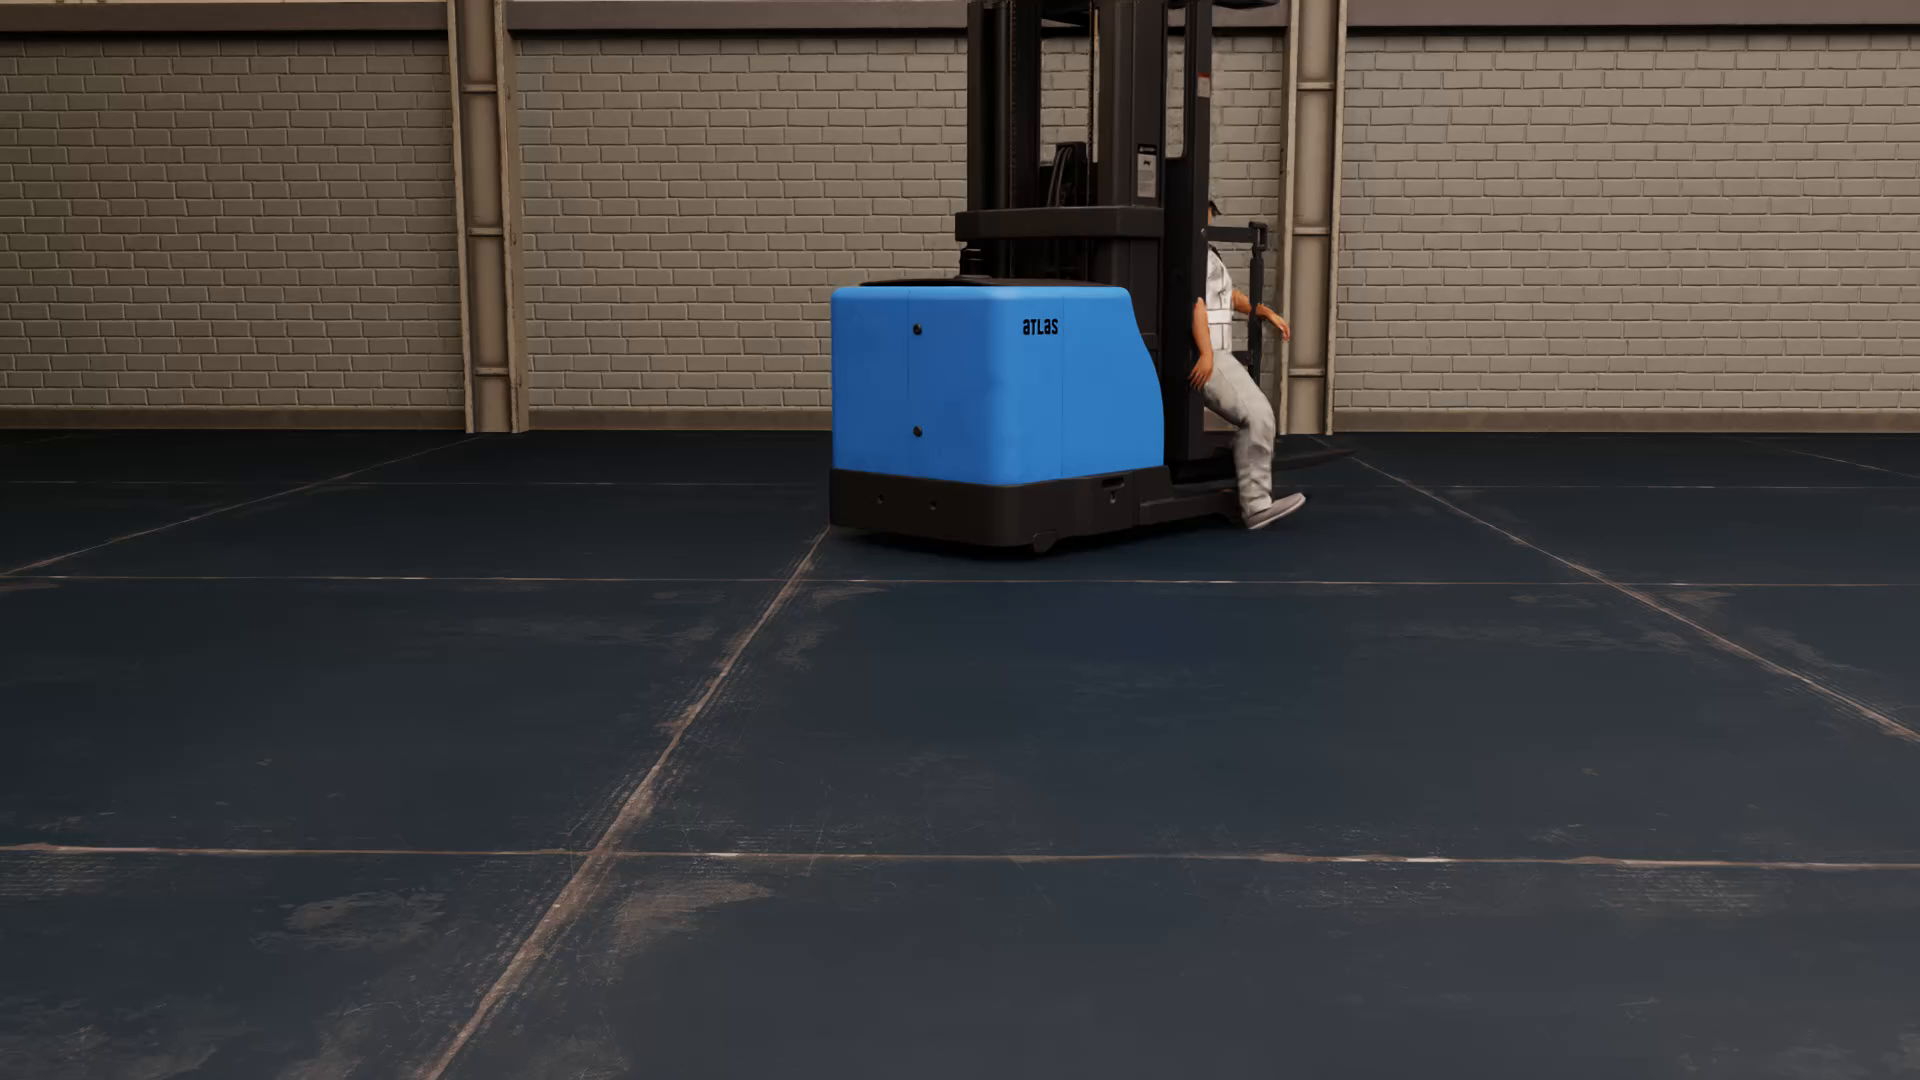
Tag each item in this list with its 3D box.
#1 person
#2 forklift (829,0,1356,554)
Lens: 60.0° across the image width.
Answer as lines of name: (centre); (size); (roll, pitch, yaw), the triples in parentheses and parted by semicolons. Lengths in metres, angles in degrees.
person: (1.101, -0.827, 7.455); (0.859, 1.568, 0.675); (-1, 9, -4)
forklift: (0.809, -1.565, 7.665); (1.130, 2.935, 3.031); (8, 12, 42)
